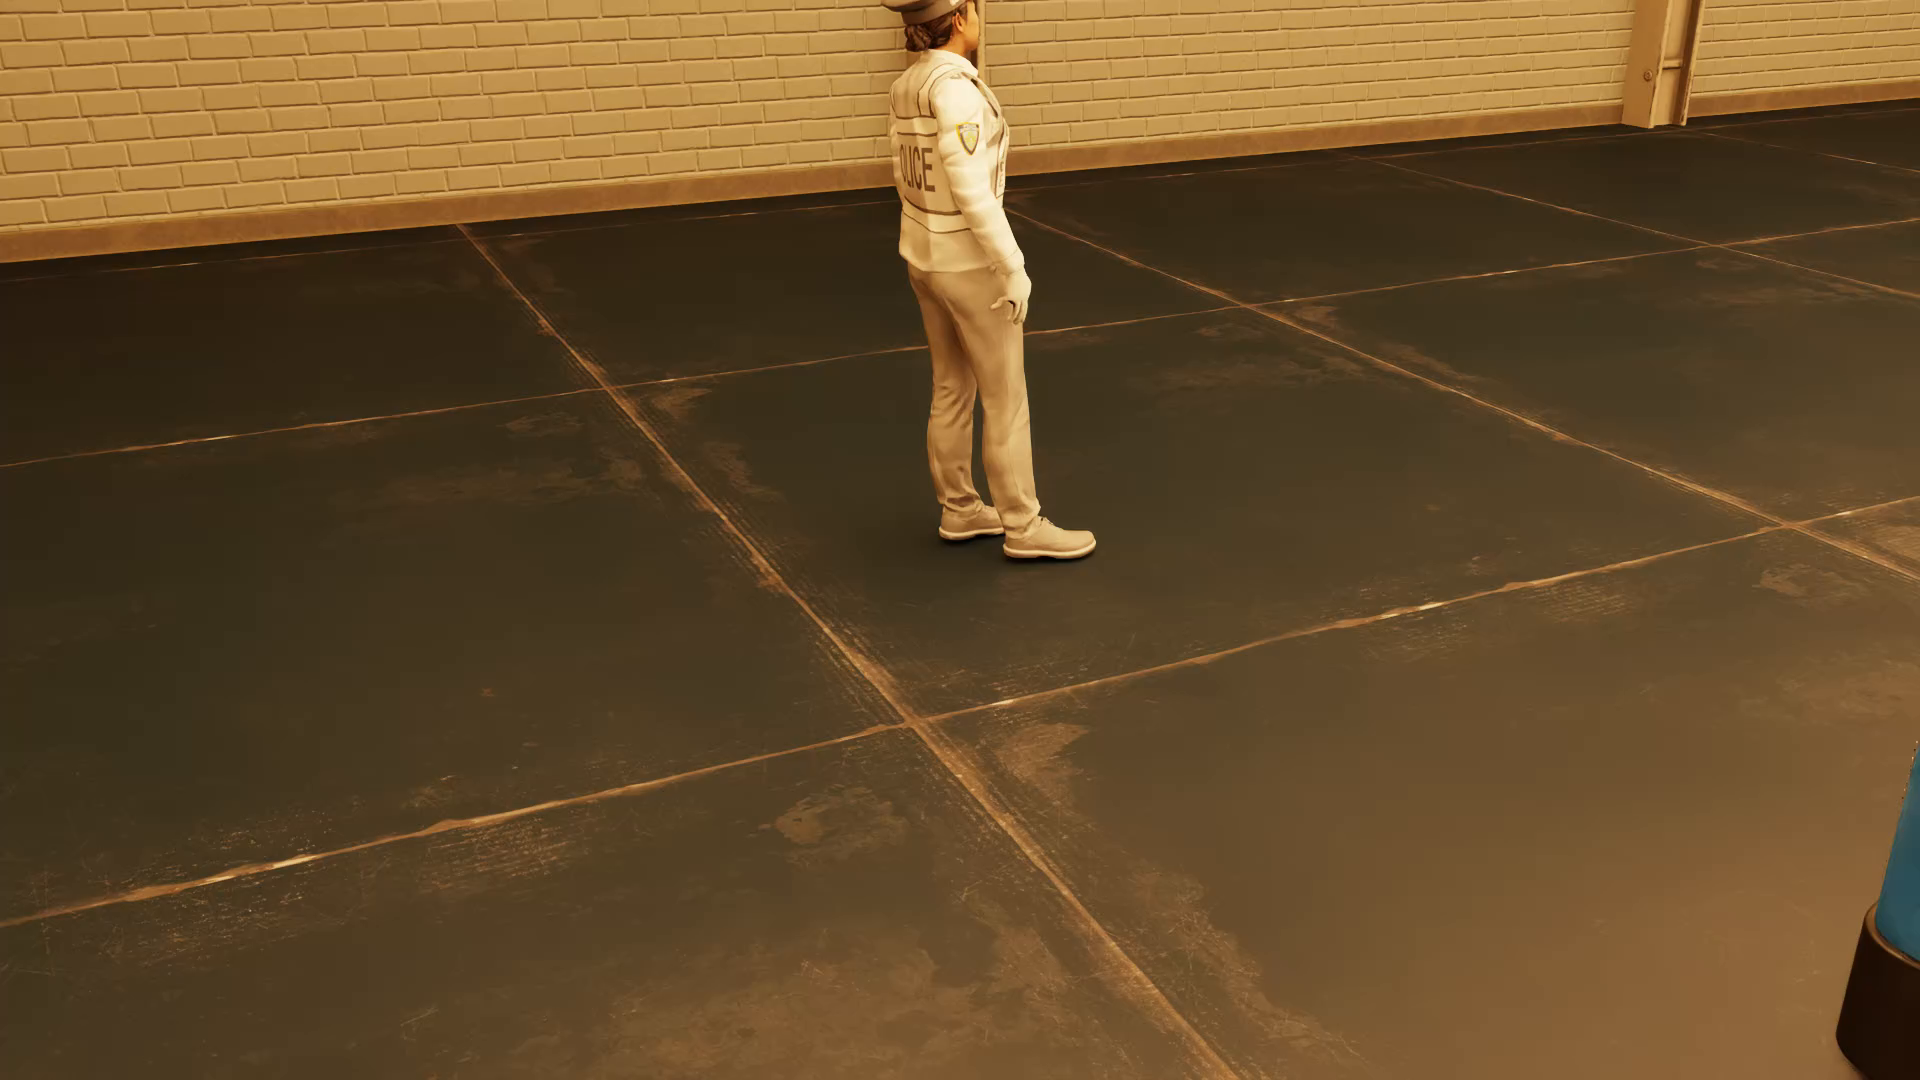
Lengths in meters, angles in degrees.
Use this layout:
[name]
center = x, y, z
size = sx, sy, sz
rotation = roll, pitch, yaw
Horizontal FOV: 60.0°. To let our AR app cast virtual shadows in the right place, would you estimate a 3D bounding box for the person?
[person]
center = 0.066, -0.798, 4.800
size = 0.530, 1.694, 0.586
rotation = -10, 25, -23
